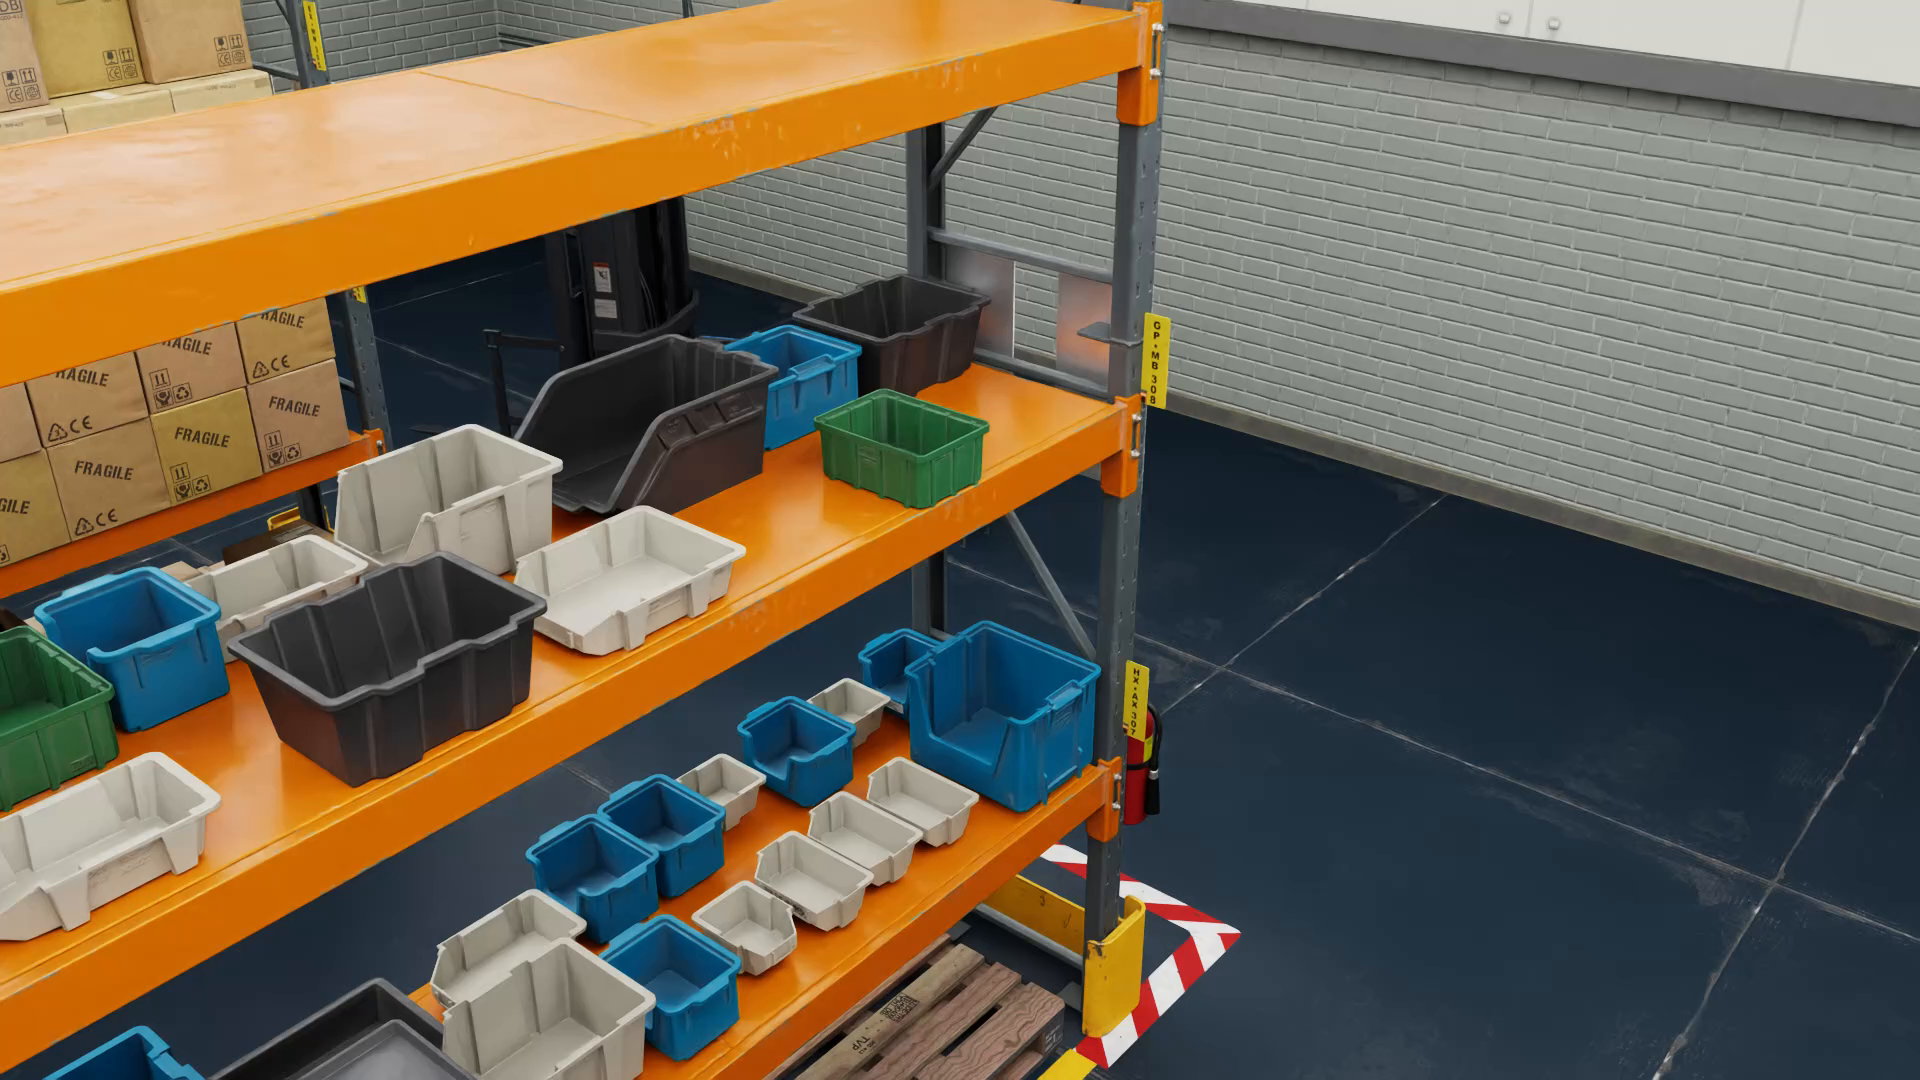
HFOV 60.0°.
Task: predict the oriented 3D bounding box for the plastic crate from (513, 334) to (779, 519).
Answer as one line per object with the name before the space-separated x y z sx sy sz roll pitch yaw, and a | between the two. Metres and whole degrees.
plastic crate | -0.957 -0.319 5.036 0.504 0.338 0.767 21 34 34

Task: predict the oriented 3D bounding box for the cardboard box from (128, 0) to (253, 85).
cardboard box | -3.907 -2.558 8.101 0.700 0.500 0.500 21 34 34

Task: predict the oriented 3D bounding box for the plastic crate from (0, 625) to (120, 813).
plastic crate | -2.281 0.466 3.682 0.450 0.188 0.662 21 34 34

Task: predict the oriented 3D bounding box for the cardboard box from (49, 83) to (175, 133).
cardboard box | -4.040 -1.978 7.795 0.500 0.250 0.500 21 34 34

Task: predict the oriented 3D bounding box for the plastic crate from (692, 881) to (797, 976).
plastic crate | -0.680 1.272 5.380 0.298 0.136 0.250 21 34 34

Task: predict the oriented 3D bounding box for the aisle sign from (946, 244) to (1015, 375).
aisle sign | 0.044 -0.742 6.223 0.394 0.787 0.004 21 34 34

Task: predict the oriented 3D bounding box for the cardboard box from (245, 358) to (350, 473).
cardboard box | -3.667 -0.730 8.920 0.500 0.500 0.500 22 35 36

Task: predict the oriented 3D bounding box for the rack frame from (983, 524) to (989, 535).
rack frame | 0.112 -0.529 10.761 0.200 1.050 0.008 21 34 34

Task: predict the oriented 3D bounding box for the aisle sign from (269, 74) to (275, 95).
aisle sign | -3.776 -2.189 9.019 0.394 0.787 0.004 21 34 34

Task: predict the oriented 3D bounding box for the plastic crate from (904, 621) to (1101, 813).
plastic crate | 0.158 0.656 6.246 0.616 0.435 0.499 21 34 34

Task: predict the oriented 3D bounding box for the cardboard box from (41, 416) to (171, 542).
cardboard box | -4.316 -0.370 8.224 0.500 0.500 0.500 21 34 35

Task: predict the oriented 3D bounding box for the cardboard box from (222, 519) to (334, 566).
cardboard box | -3.748 0.255 9.366 0.500 0.500 0.500 21 34 34

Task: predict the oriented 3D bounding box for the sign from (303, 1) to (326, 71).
sign | -3.177 -2.481 8.184 0.100 0.325 0.005 21 34 34

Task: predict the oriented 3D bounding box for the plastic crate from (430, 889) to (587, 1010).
plastic crate | -1.441 1.328 5.272 0.293 0.136 0.466 21 34 34

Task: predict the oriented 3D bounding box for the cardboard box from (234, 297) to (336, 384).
cardboard box | -3.664 -1.175 8.691 0.500 0.500 0.500 20 34 34

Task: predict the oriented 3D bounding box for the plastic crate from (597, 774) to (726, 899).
plastic crate | -1.021 1.030 5.742 0.416 0.233 0.300 21 34 34

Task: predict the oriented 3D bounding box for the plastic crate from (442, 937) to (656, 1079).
plastic crate | -1.204 1.481 4.818 0.437 0.282 0.530 21 34 34

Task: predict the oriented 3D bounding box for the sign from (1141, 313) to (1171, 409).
sign | 0.662 -0.606 5.638 0.100 0.325 0.005 21 34 34

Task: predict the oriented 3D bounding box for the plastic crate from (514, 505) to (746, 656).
plastic crate | -0.896 0.115 4.418 0.437 0.136 0.530 21 34 34

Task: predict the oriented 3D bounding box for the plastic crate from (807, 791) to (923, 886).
plastic crate | -0.347 1.056 5.798 0.396 0.136 0.243 21 34 34

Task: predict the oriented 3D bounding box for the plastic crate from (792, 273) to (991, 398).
plastic crate | -0.233 -0.695 5.838 0.497 0.269 0.590 21 34 34

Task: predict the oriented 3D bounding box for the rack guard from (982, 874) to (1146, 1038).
rack guard | 0.232 1.623 7.201 1.175 0.500 0.348 21 34 34

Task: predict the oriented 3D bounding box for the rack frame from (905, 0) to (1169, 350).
rack frame | 0.227 -2.140 5.225 1.000 3.000 0.127 21 34 34

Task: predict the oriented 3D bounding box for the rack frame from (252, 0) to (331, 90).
rack frame | -3.593 -3.589 8.026 1.000 3.000 0.127 21 34 34

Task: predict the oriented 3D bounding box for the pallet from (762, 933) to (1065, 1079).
pallet | -0.327 2.044 6.701 1.003 0.211 1.213 21 34 34

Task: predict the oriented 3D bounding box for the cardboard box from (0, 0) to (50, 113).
cardboard box | -4.526 -2.197 7.403 0.700 0.500 0.500 21 34 34

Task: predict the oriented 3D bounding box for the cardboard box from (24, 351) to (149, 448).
cardboard box | -4.310 -0.810 7.986 0.500 0.500 0.500 22 34 36

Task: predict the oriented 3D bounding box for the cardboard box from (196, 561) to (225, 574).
cardboard box | -4.283 0.275 9.690 0.380 0.166 0.250 21 34 34

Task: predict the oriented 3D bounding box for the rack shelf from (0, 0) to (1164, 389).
rack shelf | -1.045 -0.934 4.111 1.077 0.370 4.000 21 34 34

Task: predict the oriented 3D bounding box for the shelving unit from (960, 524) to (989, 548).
shelving unit | 0.034 -0.485 10.677 0.215 1.050 0.252 21 34 34

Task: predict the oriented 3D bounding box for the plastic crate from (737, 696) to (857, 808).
plastic crate | -0.603 0.797 6.193 0.416 0.233 0.300 21 34 34

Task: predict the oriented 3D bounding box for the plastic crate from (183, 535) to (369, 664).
plastic crate | -1.802 0.166 4.320 0.293 0.136 0.466 21 34 34

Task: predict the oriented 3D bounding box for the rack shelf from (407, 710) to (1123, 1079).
rack shelf | -1.045 1.553 5.398 1.077 0.370 4.000 21 34 34

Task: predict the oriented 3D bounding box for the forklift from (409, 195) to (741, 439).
forklift | -2.565 -1.603 10.791 3.031 2.935 1.130 7 28 13

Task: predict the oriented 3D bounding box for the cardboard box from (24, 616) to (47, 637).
cardboard box | -4.793 0.566 9.037 0.500 0.250 0.500 21 34 34

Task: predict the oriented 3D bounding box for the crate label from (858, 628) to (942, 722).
crate label | -0.184 0.564 6.645 0.416 0.233 0.303 21 34 34

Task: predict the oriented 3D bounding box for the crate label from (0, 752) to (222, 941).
crate label | -1.783 0.639 3.405 0.293 0.136 0.466 21 34 34
